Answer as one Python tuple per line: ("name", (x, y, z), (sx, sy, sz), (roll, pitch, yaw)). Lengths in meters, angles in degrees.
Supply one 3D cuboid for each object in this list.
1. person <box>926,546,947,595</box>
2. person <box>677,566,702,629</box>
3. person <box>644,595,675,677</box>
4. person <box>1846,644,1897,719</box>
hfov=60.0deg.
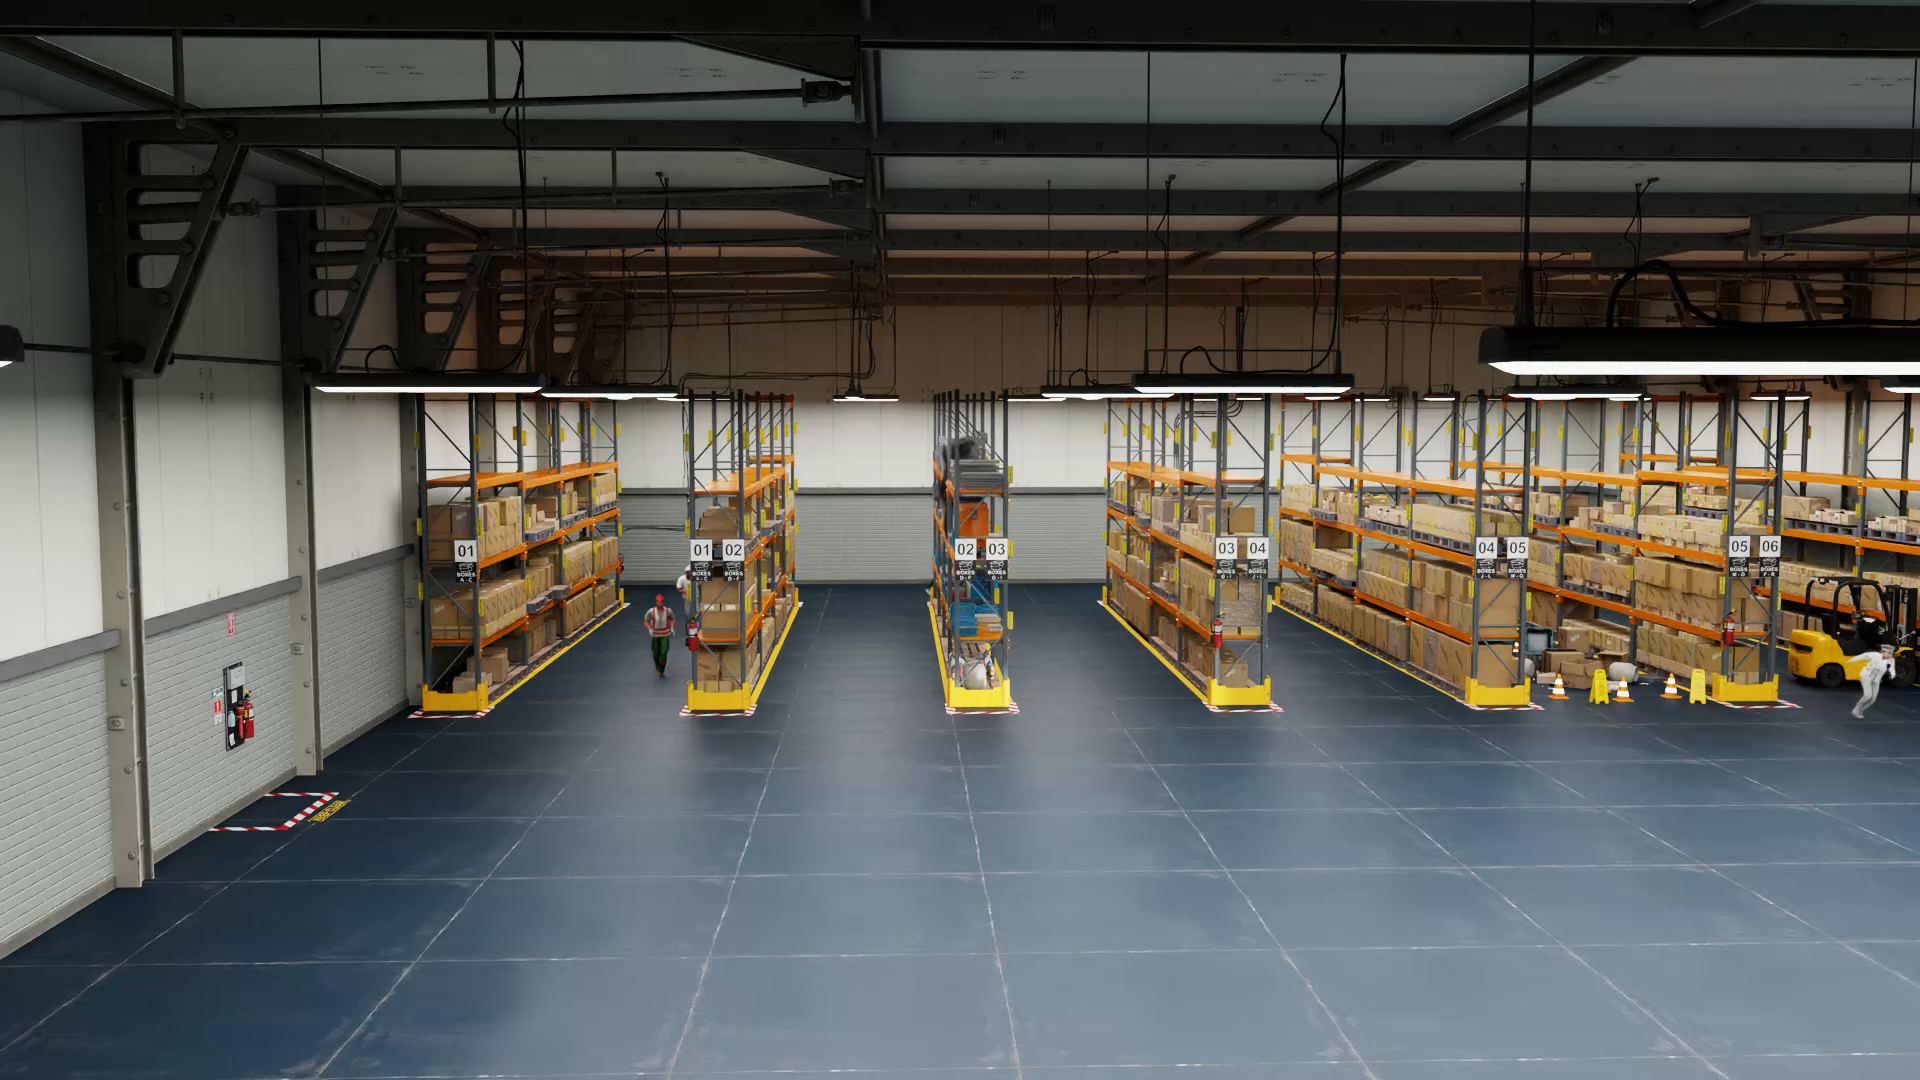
("person", (-0.632, 0.892, 49.946), (0.734, 1.557, 0.522), (2, 5, 24))
("person", (-6.820, 1.462, 42.171), (0.724, 1.653, 0.823), (-1, 5, -13))
("person", (-6.339, 2.009, 35.107), (0.653, 1.733, 0.715), (-1, 5, -11))
("person", (16.488, 2.553, 29.972), (0.586, 1.430, 0.949), (0, 5, -2))
